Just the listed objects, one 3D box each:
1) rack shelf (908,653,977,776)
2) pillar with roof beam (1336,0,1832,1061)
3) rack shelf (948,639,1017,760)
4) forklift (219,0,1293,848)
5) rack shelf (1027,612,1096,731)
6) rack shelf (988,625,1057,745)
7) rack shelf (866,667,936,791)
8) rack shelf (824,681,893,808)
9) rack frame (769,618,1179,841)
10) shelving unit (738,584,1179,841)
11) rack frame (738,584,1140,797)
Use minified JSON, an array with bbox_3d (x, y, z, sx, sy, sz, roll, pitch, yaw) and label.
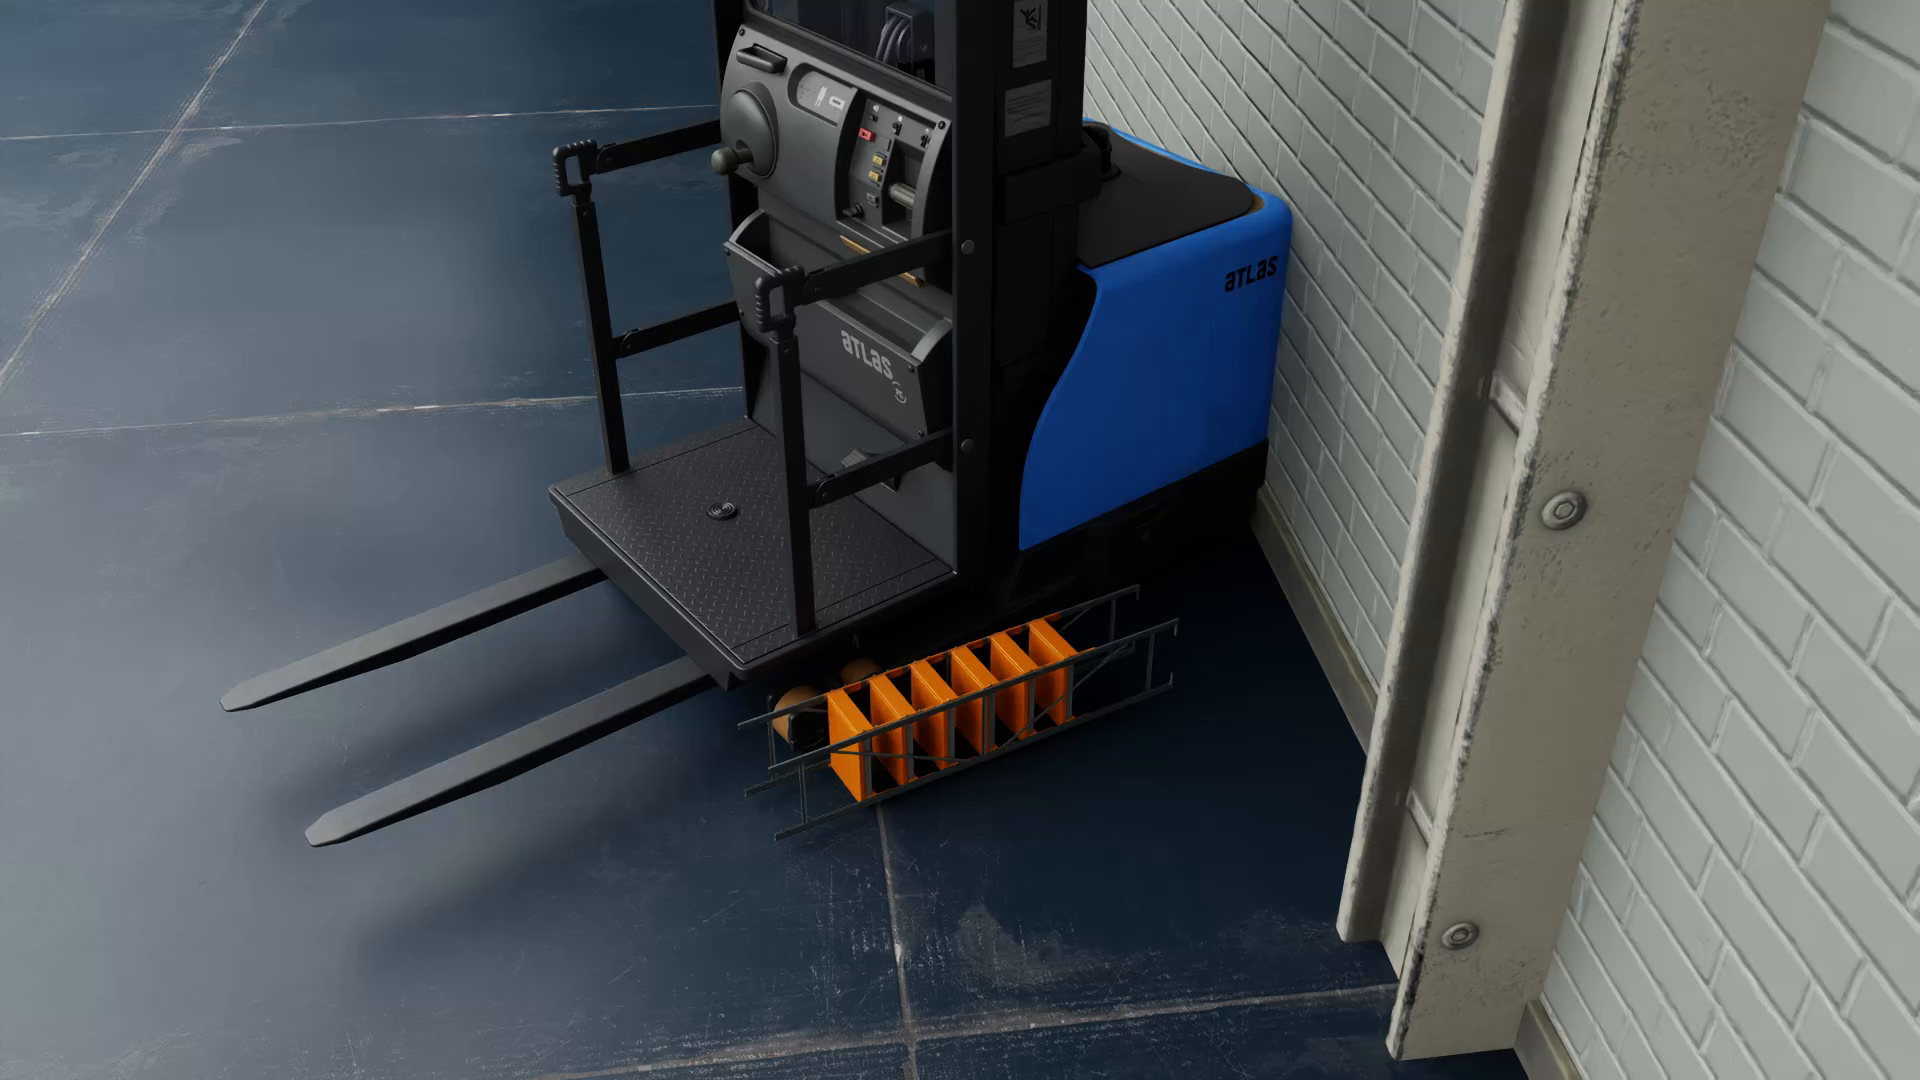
[{"bbox_3d":[-0.046,0.454,4.323,0.103,0.258,0.180,-18,38,-24],"label":"rack shelf"},{"bbox_3d":[-3.202,-2.388,0.763,9.100,9.000,0.400,-4,35,-6],"label":"pillar with roof beam"},{"bbox_3d":[0.058,0.420,4.372,0.103,0.258,0.180,-18,38,-24],"label":"rack shelf"},{"bbox_3d":[-0.498,-0.994,4.105,3.031,2.935,1.130,-24,41,-30],"label":"forklift"},{"bbox_3d":[0.267,0.353,4.470,0.103,0.258,0.180,-18,38,-24],"label":"rack shelf"},{"bbox_3d":[0.163,0.387,4.421,0.103,0.258,0.180,-18,38,-24],"label":"rack shelf"},{"bbox_3d":[-0.150,0.487,4.274,0.103,0.258,0.180,-18,38,-24],"label":"rack shelf"},{"bbox_3d":[-0.255,0.520,4.225,0.103,0.258,0.180,-18,38,-24],"label":"rack shelf"},{"bbox_3d":[0.065,0.477,4.288,1.200,0.240,0.006,-18,38,-24],"label":"rack frame"},{"bbox_3d":[0.020,0.432,4.354,1.200,0.258,0.189,-18,38,-24],"label":"shelving unit"},{"bbox_3d":[-0.026,0.388,4.420,1.200,0.240,0.006,-18,38,-24],"label":"rack frame"}]
